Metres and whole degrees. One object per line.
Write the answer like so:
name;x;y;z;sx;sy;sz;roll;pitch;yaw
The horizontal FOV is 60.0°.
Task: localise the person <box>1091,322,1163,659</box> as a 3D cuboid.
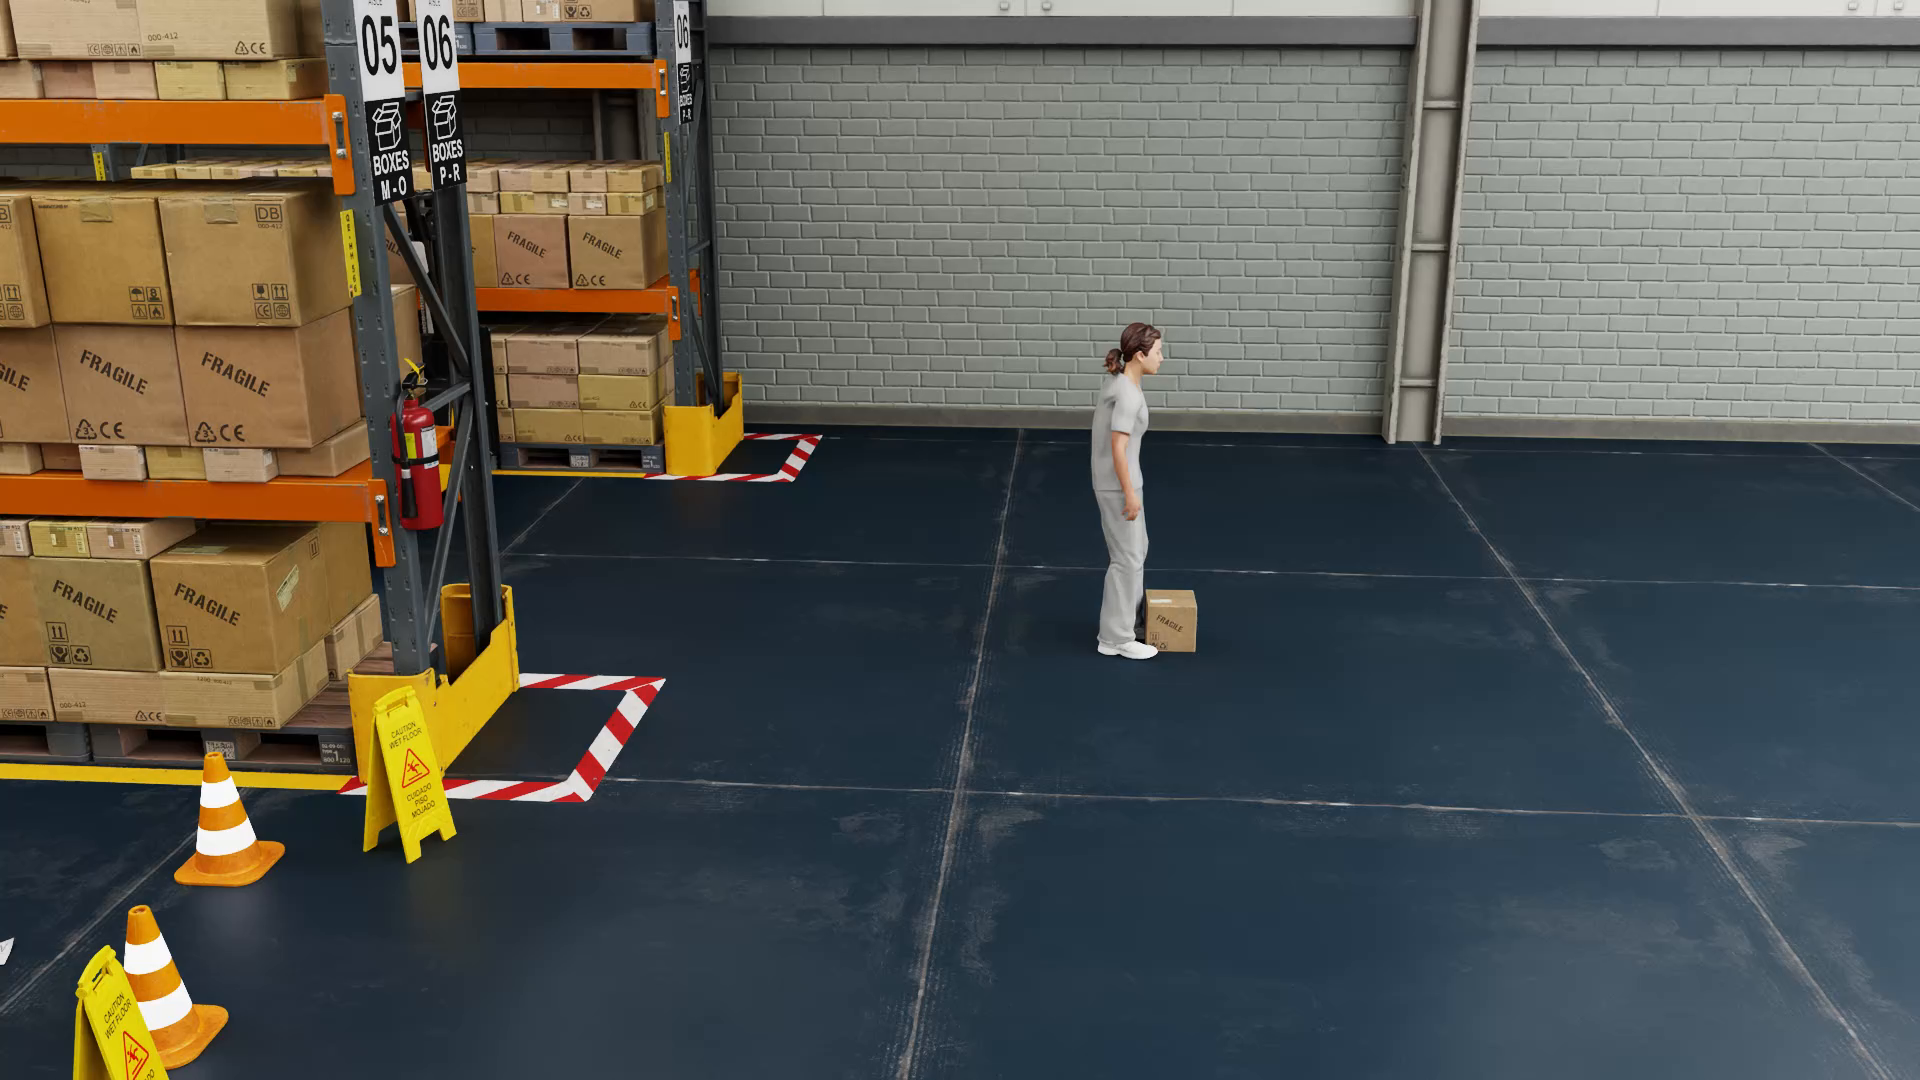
person;0.860;-0.263;8.382;0.407;1.672;0.485;1;18;4
